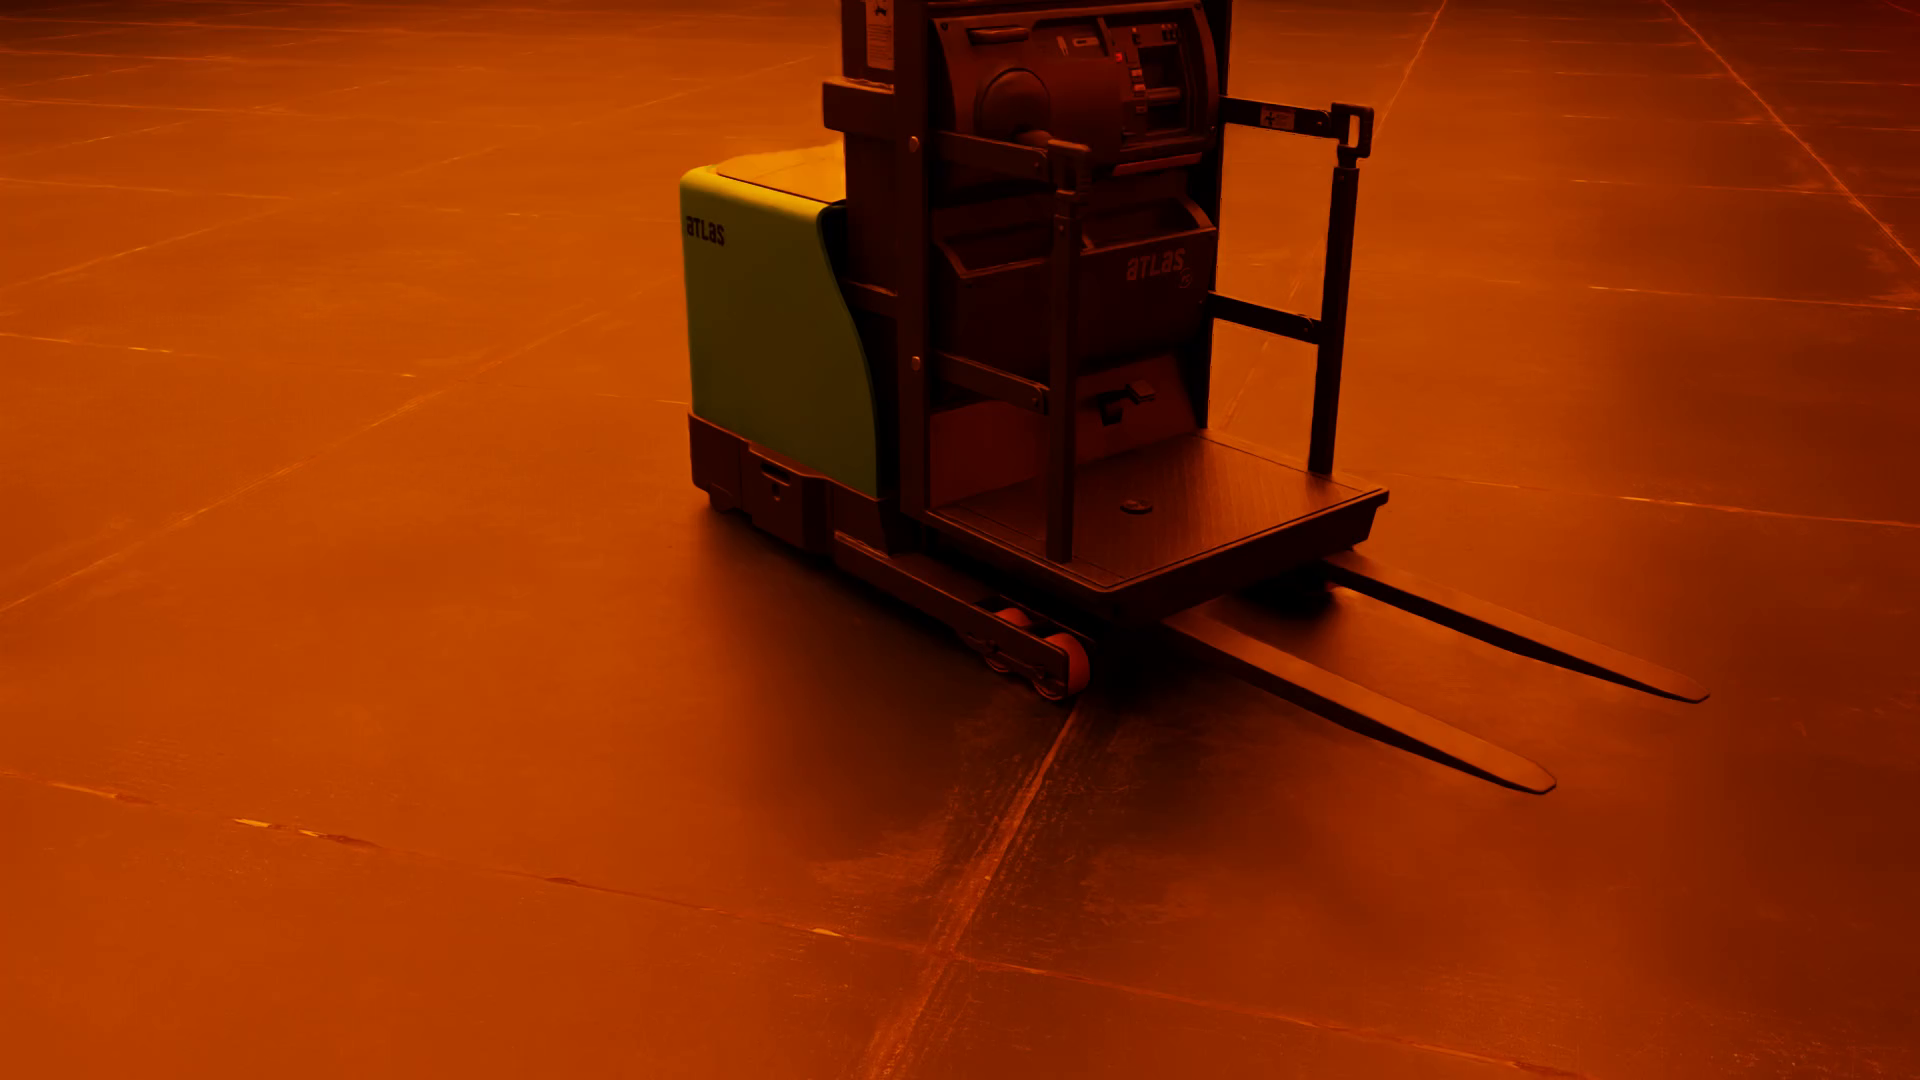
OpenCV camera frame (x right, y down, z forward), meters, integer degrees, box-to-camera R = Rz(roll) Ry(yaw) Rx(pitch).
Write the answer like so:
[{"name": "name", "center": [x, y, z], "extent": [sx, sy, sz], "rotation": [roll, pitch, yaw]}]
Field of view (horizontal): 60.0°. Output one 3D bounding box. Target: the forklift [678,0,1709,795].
[{"name": "forklift", "center": [0.454, -1.171, 4.115], "extent": [1.130, 2.935, 3.031], "rotation": [-17, 28, -36]}]
